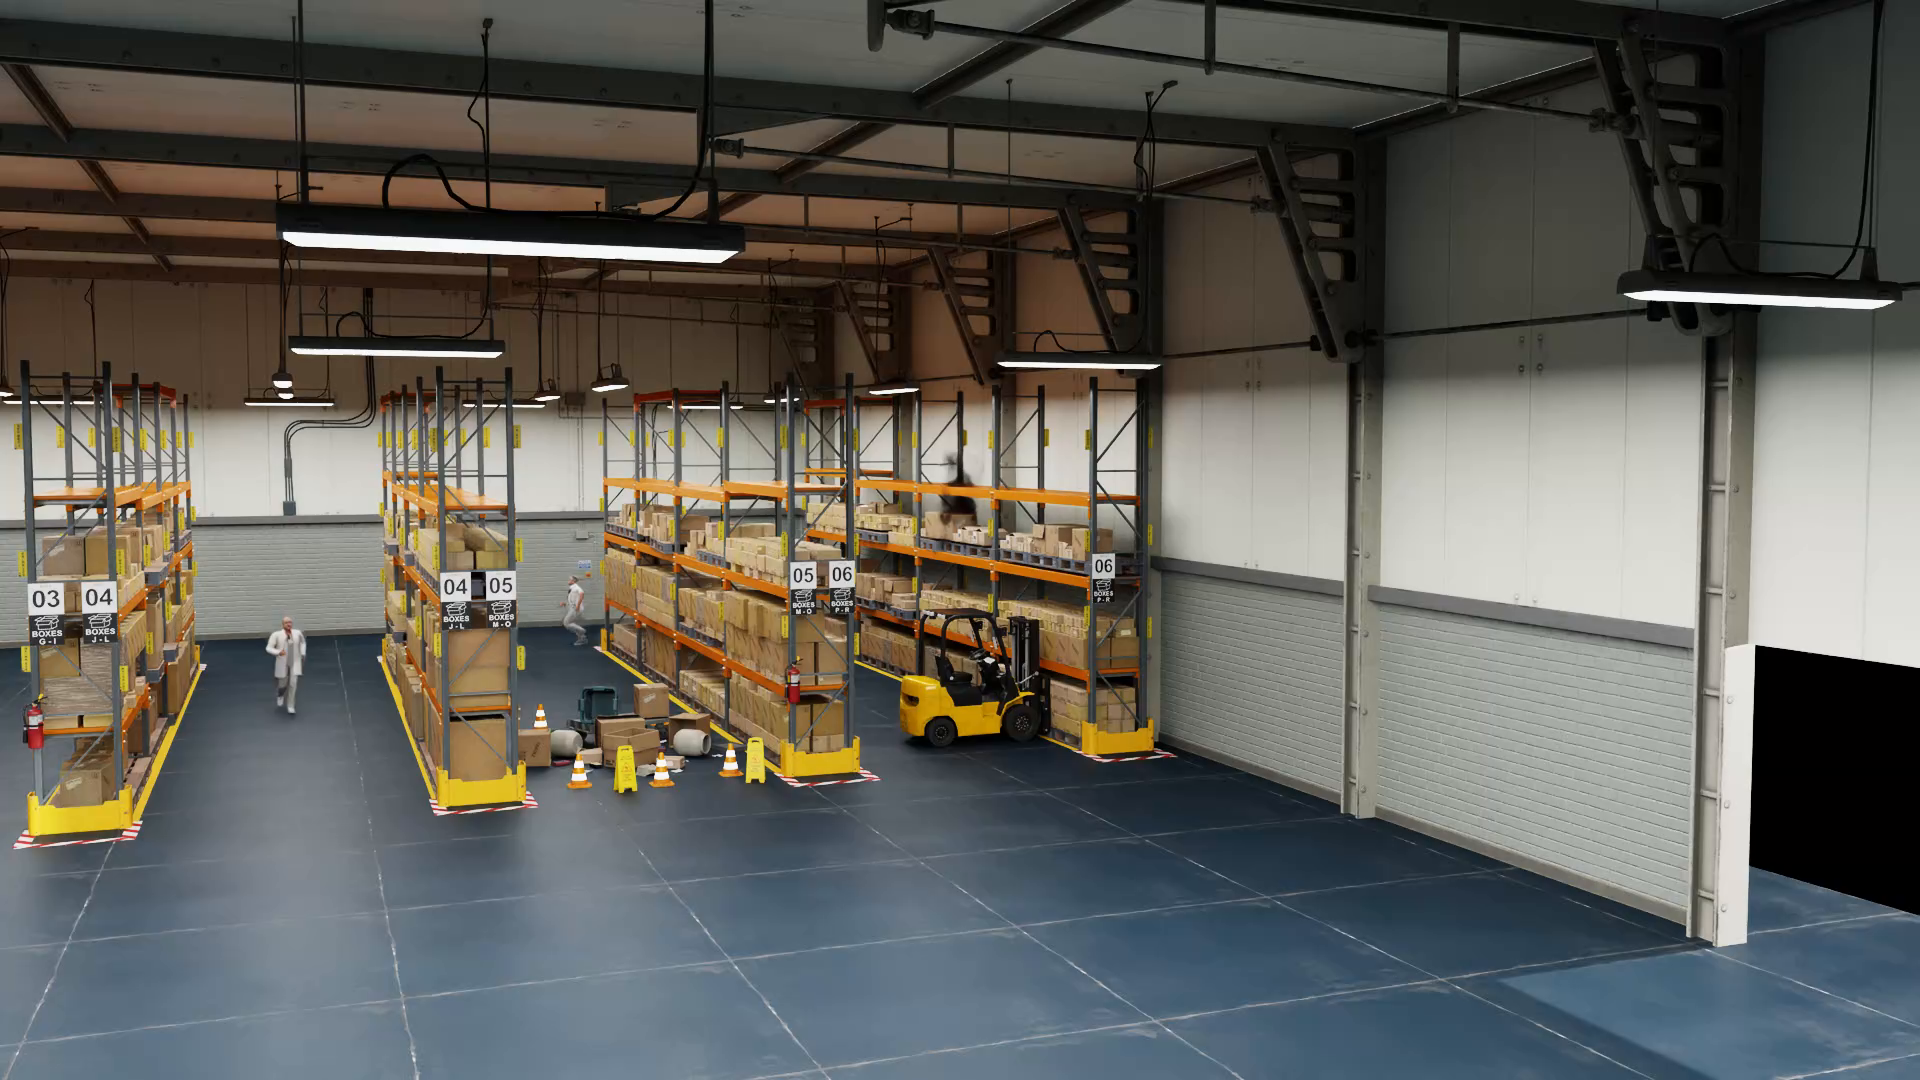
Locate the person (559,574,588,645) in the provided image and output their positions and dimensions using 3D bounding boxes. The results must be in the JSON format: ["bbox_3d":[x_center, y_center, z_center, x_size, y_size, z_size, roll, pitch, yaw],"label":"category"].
[{"bbox_3d":[-9.432,1.695,40.538,0.683,1.740,0.699,-1,4,-13],"label":"person"}]

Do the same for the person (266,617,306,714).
[{"bbox_3d":[-12.369,2.384,30.586,0.718,1.542,0.834,-2,4,-33],"label":"person"}]
